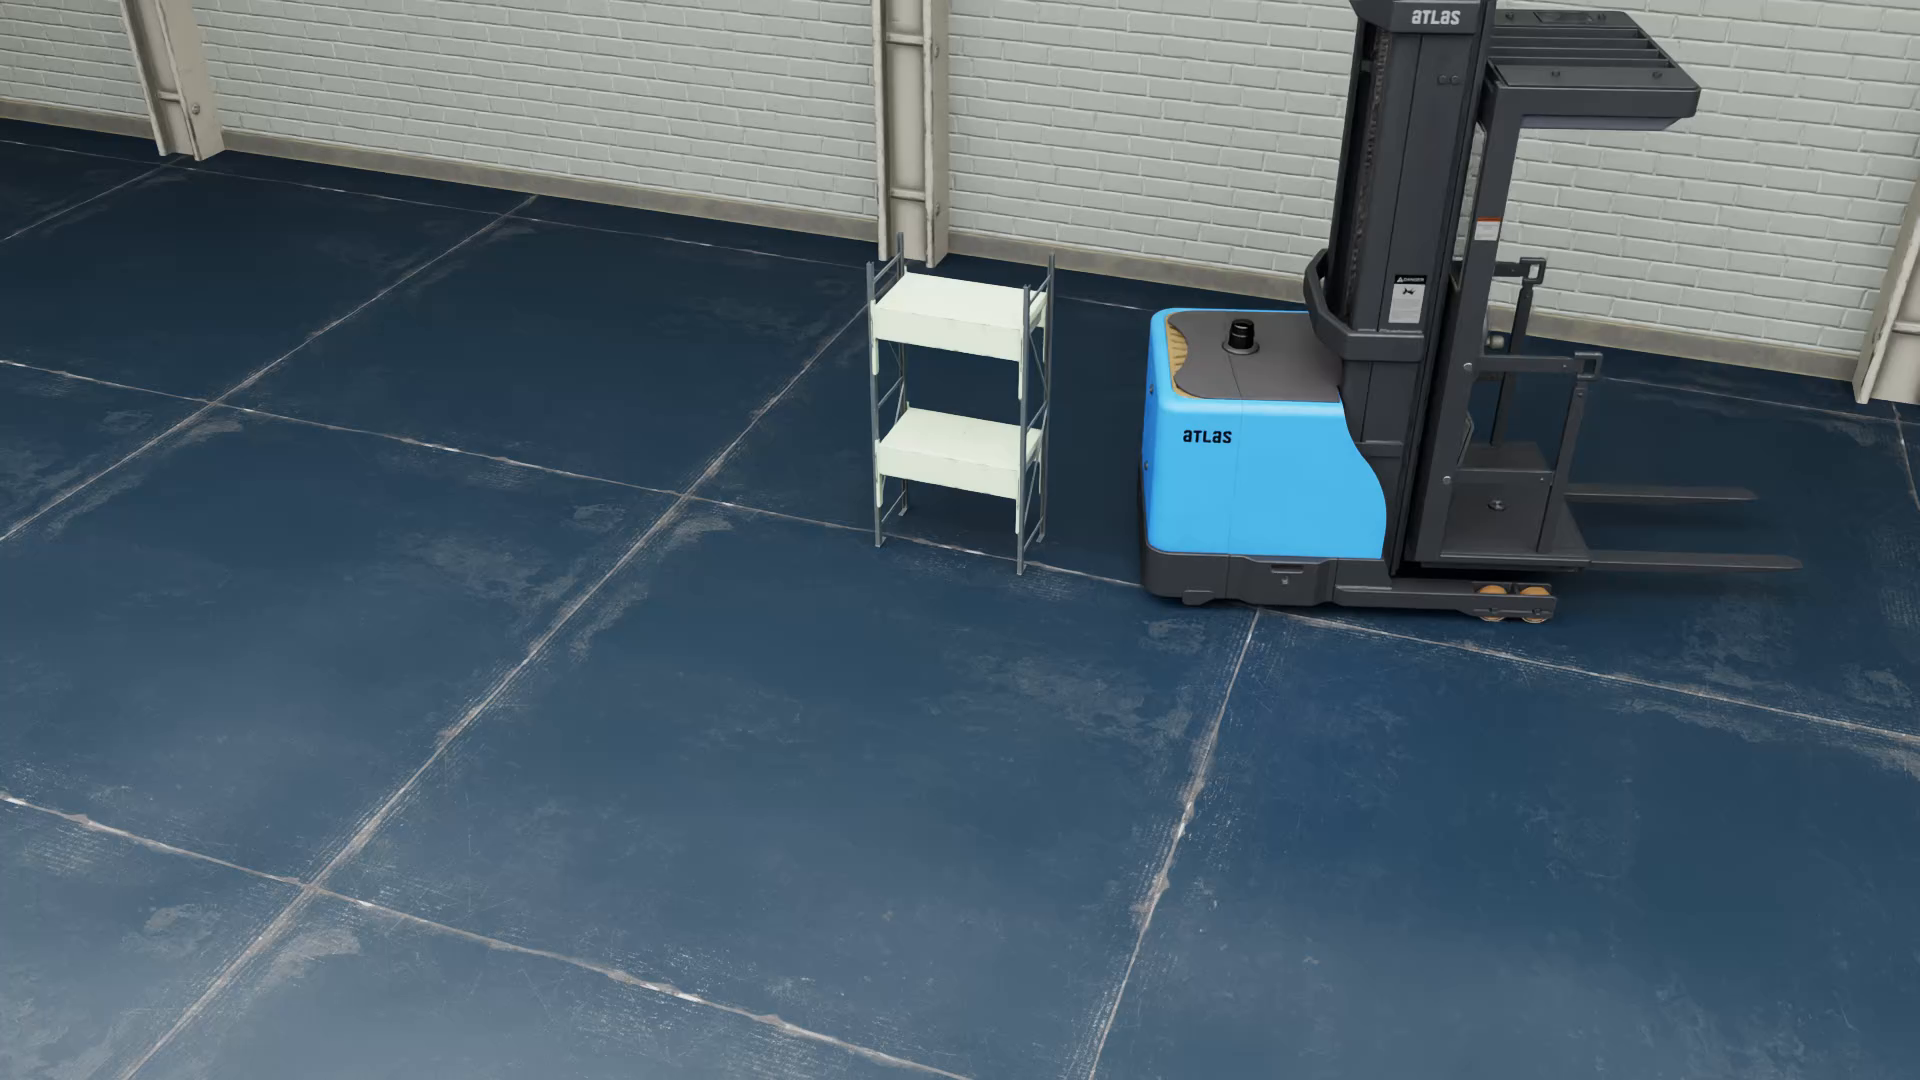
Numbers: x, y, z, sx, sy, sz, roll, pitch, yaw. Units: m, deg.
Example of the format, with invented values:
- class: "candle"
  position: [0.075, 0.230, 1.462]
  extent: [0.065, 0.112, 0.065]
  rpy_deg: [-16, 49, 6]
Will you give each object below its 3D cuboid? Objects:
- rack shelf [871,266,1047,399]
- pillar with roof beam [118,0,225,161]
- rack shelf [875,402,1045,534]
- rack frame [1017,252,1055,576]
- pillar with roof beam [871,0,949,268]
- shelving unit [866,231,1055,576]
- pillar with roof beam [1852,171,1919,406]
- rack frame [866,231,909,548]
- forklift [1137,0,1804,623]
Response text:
- class: "rack shelf"
  position: [0.006, -0.957, 7.630]
  extent: [0.720, 0.370, 0.431]
  rpy_deg: [11, 34, 16]
- class: "pillar with roof beam"
  position: [-7.410, -4.603, 7.083]
  extent: [0.400, 9.000, 9.100]
  rpy_deg: [11, 34, 16]
- class: "rack shelf"
  position: [0.006, -0.355, 8.018]
  extent: [0.720, 0.370, 0.431]
  rpy_deg: [11, 34, 16]
- class: "rack frame"
  position: [0.351, -0.562, 7.738]
  extent: [0.023, 1.500, 0.400]
  rpy_deg: [11, 34, 16]
- class: "pillar with roof beam"
  position: [-1.762, -3.505, 5.382]
  extent: [0.400, 9.000, 9.100]
  rpy_deg: [11, 34, 16]
- class: "shelving unit"
  position: [0.006, -0.629, 7.841]
  extent: [0.755, 1.500, 0.431]
  rpy_deg: [11, 34, 16]
- class: "pillar with roof beam"
  position: [3.886, -2.407, 3.681]
  extent: [0.400, 9.000, 9.100]
  rpy_deg: [11, 34, 16]
- class: "rack frame"
  position: [-0.338, -0.696, 7.945]
  extent: [0.023, 1.500, 0.400]
  rpy_deg: [11, 34, 16]
- class: "forklift"
  position: [2.392, -1.147, 7.325]
  extent: [3.031, 2.935, 1.130]
  rpy_deg: [2, 33, 3]
